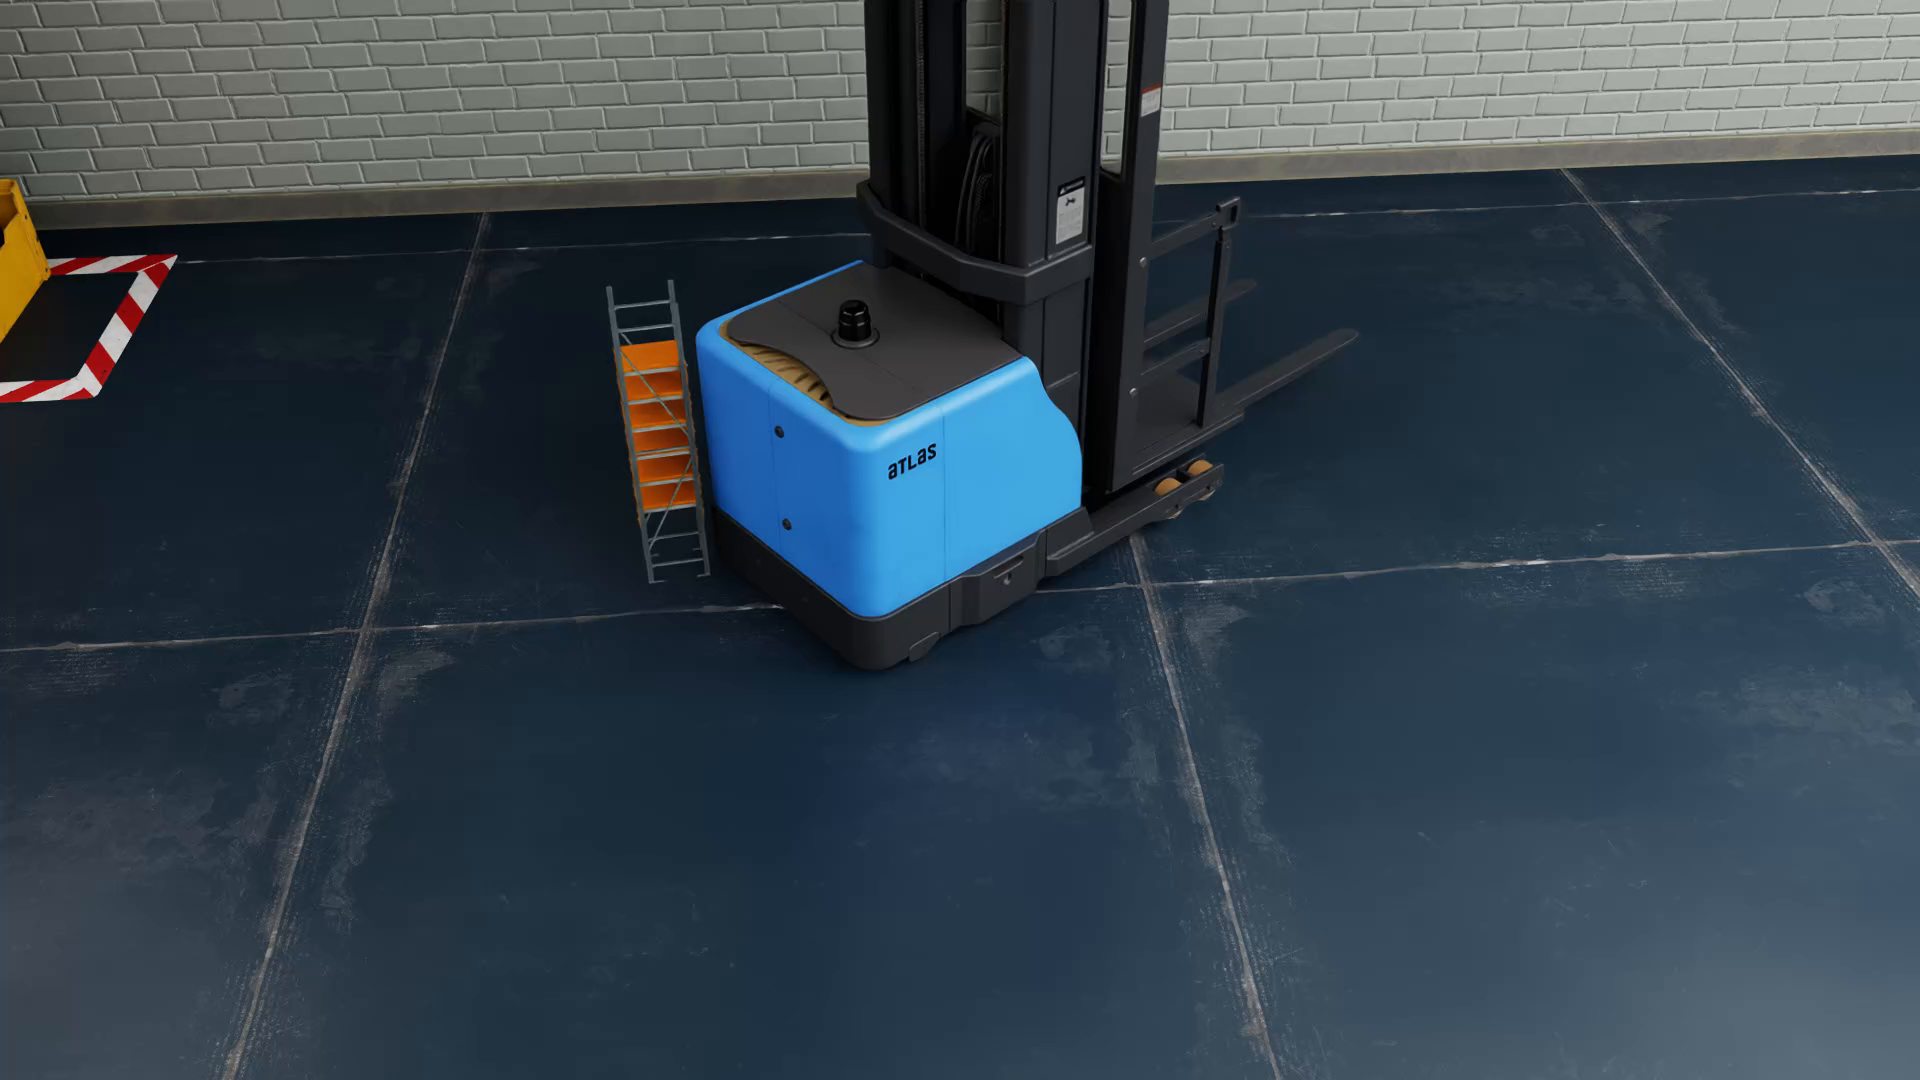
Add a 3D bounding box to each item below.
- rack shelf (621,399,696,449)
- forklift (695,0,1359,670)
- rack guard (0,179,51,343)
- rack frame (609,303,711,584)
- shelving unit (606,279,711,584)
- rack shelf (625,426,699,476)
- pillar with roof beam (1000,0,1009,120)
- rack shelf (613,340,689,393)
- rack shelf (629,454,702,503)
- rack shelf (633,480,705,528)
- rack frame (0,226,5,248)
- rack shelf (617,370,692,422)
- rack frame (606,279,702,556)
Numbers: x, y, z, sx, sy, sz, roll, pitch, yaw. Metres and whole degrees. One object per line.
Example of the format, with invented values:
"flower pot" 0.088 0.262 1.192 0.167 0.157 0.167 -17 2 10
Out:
"rack shelf" -1.128 -0.446 6.218 0.258 0.103 0.180 -8 36 -10
"forklift" 0.467 -1.458 6.231 3.031 2.935 1.130 -29 46 -31
"rack guard" -4.753 -1.217 7.889 0.348 0.500 1.175 -3 38 -4
"rack frame" -1.107 -0.333 6.190 0.240 1.200 0.006 -8 36 -10
"shelving unit" -1.127 -0.385 6.262 0.258 1.200 0.189 -8 36 -10
"rack shelf" -1.127 -0.349 6.288 0.258 0.103 0.180 -8 36 -10
"pillar with roof beam" 0.808 -2.743 2.962 0.400 9.000 9.100 -3 38 -4
"rack shelf" -1.130 -0.641 6.078 0.258 0.103 0.180 -8 36 -10
"rack shelf" -1.126 -0.251 6.359 0.258 0.103 0.180 -8 36 -10
"rack shelf" -1.125 -0.154 6.429 0.258 0.103 0.180 -8 36 -10
"rack frame" -4.777 -2.197 7.113 0.127 3.000 1.000 -3 38 -4
"rack shelf" -1.129 -0.543 6.148 0.258 0.103 0.180 -8 36 -10
"rack frame" -1.148 -0.437 6.335 0.240 1.200 0.006 -8 36 -10
